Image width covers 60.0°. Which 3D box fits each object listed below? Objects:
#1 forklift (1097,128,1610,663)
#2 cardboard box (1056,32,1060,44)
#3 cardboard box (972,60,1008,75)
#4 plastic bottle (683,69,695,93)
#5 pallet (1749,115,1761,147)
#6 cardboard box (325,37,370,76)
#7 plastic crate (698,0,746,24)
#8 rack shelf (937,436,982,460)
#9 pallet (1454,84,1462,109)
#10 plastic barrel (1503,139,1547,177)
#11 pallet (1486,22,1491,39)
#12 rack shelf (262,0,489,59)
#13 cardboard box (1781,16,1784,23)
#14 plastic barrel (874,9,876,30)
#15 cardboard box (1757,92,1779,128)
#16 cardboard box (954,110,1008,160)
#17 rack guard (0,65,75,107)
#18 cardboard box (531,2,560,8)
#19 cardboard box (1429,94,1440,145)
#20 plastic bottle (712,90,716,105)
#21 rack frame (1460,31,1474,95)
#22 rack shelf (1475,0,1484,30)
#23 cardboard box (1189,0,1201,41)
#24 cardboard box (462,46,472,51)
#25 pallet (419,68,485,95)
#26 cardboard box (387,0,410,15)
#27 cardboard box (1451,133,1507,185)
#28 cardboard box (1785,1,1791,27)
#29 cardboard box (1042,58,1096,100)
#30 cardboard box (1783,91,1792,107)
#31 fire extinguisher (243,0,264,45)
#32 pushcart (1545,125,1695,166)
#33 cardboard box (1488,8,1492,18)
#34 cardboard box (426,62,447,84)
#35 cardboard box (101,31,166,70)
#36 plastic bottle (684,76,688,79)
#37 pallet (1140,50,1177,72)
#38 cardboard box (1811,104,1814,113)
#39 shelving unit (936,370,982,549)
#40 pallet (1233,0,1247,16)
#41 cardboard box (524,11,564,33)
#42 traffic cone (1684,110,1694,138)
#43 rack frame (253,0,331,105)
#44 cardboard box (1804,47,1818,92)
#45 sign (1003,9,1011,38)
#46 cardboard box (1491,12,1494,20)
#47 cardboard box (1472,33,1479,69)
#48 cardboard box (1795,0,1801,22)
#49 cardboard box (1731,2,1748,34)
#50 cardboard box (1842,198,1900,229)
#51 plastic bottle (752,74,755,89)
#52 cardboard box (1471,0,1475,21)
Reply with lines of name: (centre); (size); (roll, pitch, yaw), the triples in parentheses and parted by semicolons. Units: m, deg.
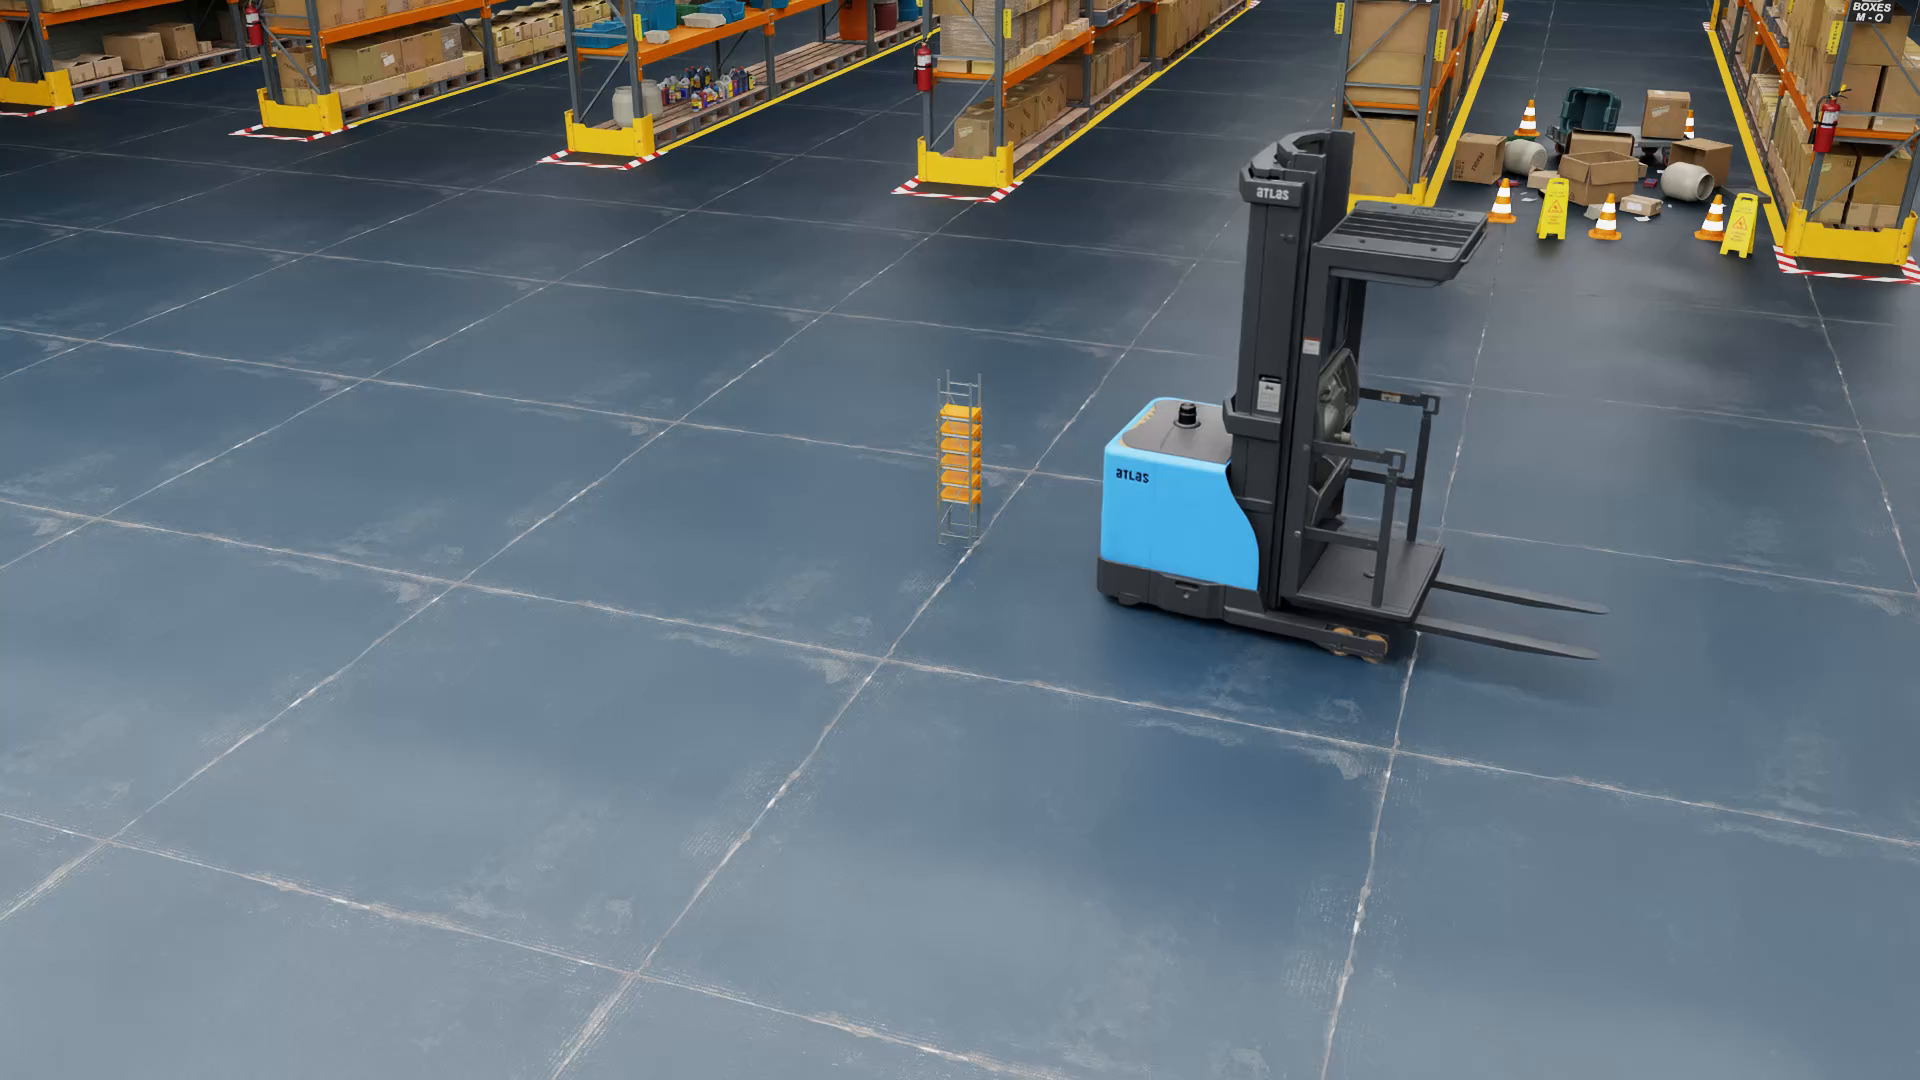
forklift: (2.434, -0.848, 9.861); (3.031, 2.935, 1.130); (12, 28, 23)
cardboard box: (1.115, -6.674, 22.104); (0.380, 0.149, 0.250); (9, 27, 17)
cardboard box: (0.361, -5.750, 20.196); (0.380, 0.149, 0.250); (9, 27, 17)
plastic bottle: (-4.021, -6.799, 24.609); (0.144, 0.351, 0.185); (8, 27, 15)
pallet: (11.380, -5.555, 22.705); (1.003, 0.211, 1.213); (9, 27, 17)
cardboard box: (-9.082, -7.184, 24.683); (0.500, 0.500, 0.500); (9, 27, 17)
plastic crate: (-3.410, -7.582, 23.861); (0.499, 0.251, 0.616); (9, 27, 17)
rack shelf: (-0.005, -0.602, 11.167); (0.258, 0.103, 0.180); (9, 27, 17)
pallet: (7.014, -6.739, 25.150); (1.003, 0.211, 1.213); (9, 27, 17)
plastic barrel: (7.085, -4.815, 20.933); (0.421, 0.421, 0.512); (-14, 29, -27)
pallet: (9.273, -9.480, 30.812); (1.003, 0.211, 1.213); (9, 27, 17)
rack shelf: (-8.634, -7.717, 24.795); (1.077, 0.370, 4.000); (9, 27, 17)
cardboard box: (11.182, -6.943, 22.178); (0.380, 0.149, 0.250); (10, 27, 19)
plastic barrel: (-1.717, -9.304, 29.621); (0.421, 0.512, 0.421); (0, 26, 0)
cardboard box: (11.356, -5.791, 22.526); (0.950, 0.372, 0.625); (10, 27, 19)
cardboard box: (0.265, -5.099, 20.949); (0.500, 0.500, 0.500); (14, 29, 27)
rack guard: (-13.946, -6.842, 25.031); (1.175, 0.500, 0.348); (9, 27, 17)
cardboard box: (-7.255, -9.320, 29.311); (0.500, 0.311, 0.500); (8, 27, 16)
cardboard box: (5.741, -5.648, 21.653); (0.875, 0.875, 0.875); (9, 27, 18)
plastic bottle: (-3.552, -6.360, 23.873); (0.097, 0.201, 0.097); (0, 26, 0)
rack frame: (7.347, -8.307, 25.189); (1.000, 3.000, 0.127); (9, 27, 17)
rack shelf: (8.013, -8.806, 27.044); (1.077, 0.370, 4.000); (9, 27, 17)
cardboard box: (3.544, -9.311, 29.219); (1.225, 0.875, 0.875); (8, 27, 16)
cardboard box: (-8.103, -8.026, 27.282); (0.500, 0.250, 0.500); (8, 27, 17)
pallet: (-8.272, -7.287, 26.281); (1.003, 0.211, 1.213); (9, 27, 17)
cardboard box: (-8.619, -8.090, 24.626); (0.700, 0.500, 0.500); (10, 27, 19)
cardboard box: (6.467, -4.753, 20.714); (0.500, 0.500, 0.500); (14, 29, 26)
cardboard box: (10.819, -6.782, 21.101); (0.500, 0.500, 0.500); (9, 27, 18)
cardboard box: (1.597, -6.747, 24.329); (0.700, 0.500, 0.500); (7, 27, 13)
cardboard box: (10.169, -5.322, 20.092); (0.380, 0.149, 0.250); (9, 27, 18)
fire extinguisher: (-9.776, -7.203, 22.997); (0.296, 0.674, 0.183); (9, 27, 17)
pushcart: (8.551, -5.117, 21.609); (1.648, 0.377, 0.936); (0, 26, -1)
cardboard box: (9.497, -9.631, 30.370); (0.380, 0.149, 0.250); (9, 27, 17)
cardboard box: (-8.244, -7.180, 25.534); (0.500, 0.250, 0.500); (9, 27, 17)
cardboard box: (-13.176, -7.808, 26.522); (0.700, 0.500, 0.500); (7, 27, 14)
plastic bottle: (-4.035, -6.698, 24.491); (0.097, 0.271, 0.097); (0, 26, 0)
pallet: (3.037, -8.126, 28.015); (1.003, 0.211, 1.213); (9, 27, 17)
cardboard box: (9.394, -4.638, 17.898); (0.380, 0.149, 0.250); (8, 27, 17)
shelving unit: (-0.005, -0.534, 11.200); (0.258, 1.200, 0.189); (9, 27, 17)
pallet: (5.173, -10.761, 33.456); (1.003, 0.211, 1.213); (9, 27, 17)
cardboard box: (-7.085, -8.832, 28.303); (0.500, 0.311, 0.500); (10, 27, 19)
traffic cone: (9.810, -5.558, 22.422); (0.336, 0.463, 0.334); (9, 27, 17)
rack frame: (-9.299, -7.219, 22.941); (1.000, 3.000, 0.127); (9, 27, 17)
cardboard box: (9.648, -5.196, 18.306); (0.500, 0.500, 0.500); (9, 27, 17)
sign: (0.553, -6.092, 19.620); (0.100, 0.325, 0.005); (9, 27, 17)
cardboard box: (9.776, -9.821, 31.104); (0.380, 0.149, 0.250); (8, 27, 15)
cardboard box: (7.987, -7.832, 26.594); (0.500, 0.500, 0.500); (9, 27, 18)
cardboard box: (10.176, -6.260, 19.358); (0.700, 0.500, 0.500); (9, 27, 18)
cardboard box: (14.289, -9.291, 29.680); (0.875, 0.438, 0.875); (9, 27, 19)
cardboard box: (9.916, -3.586, 18.112); (0.500, 0.250, 0.500); (9, 27, 17)
plastic bottle: (-3.125, -6.887, 24.962); (0.097, 0.201, 0.097); (0, 26, 0)
cardboard box: (7.117, -7.718, 23.858); (0.500, 0.500, 0.500); (8, 27, 17)
